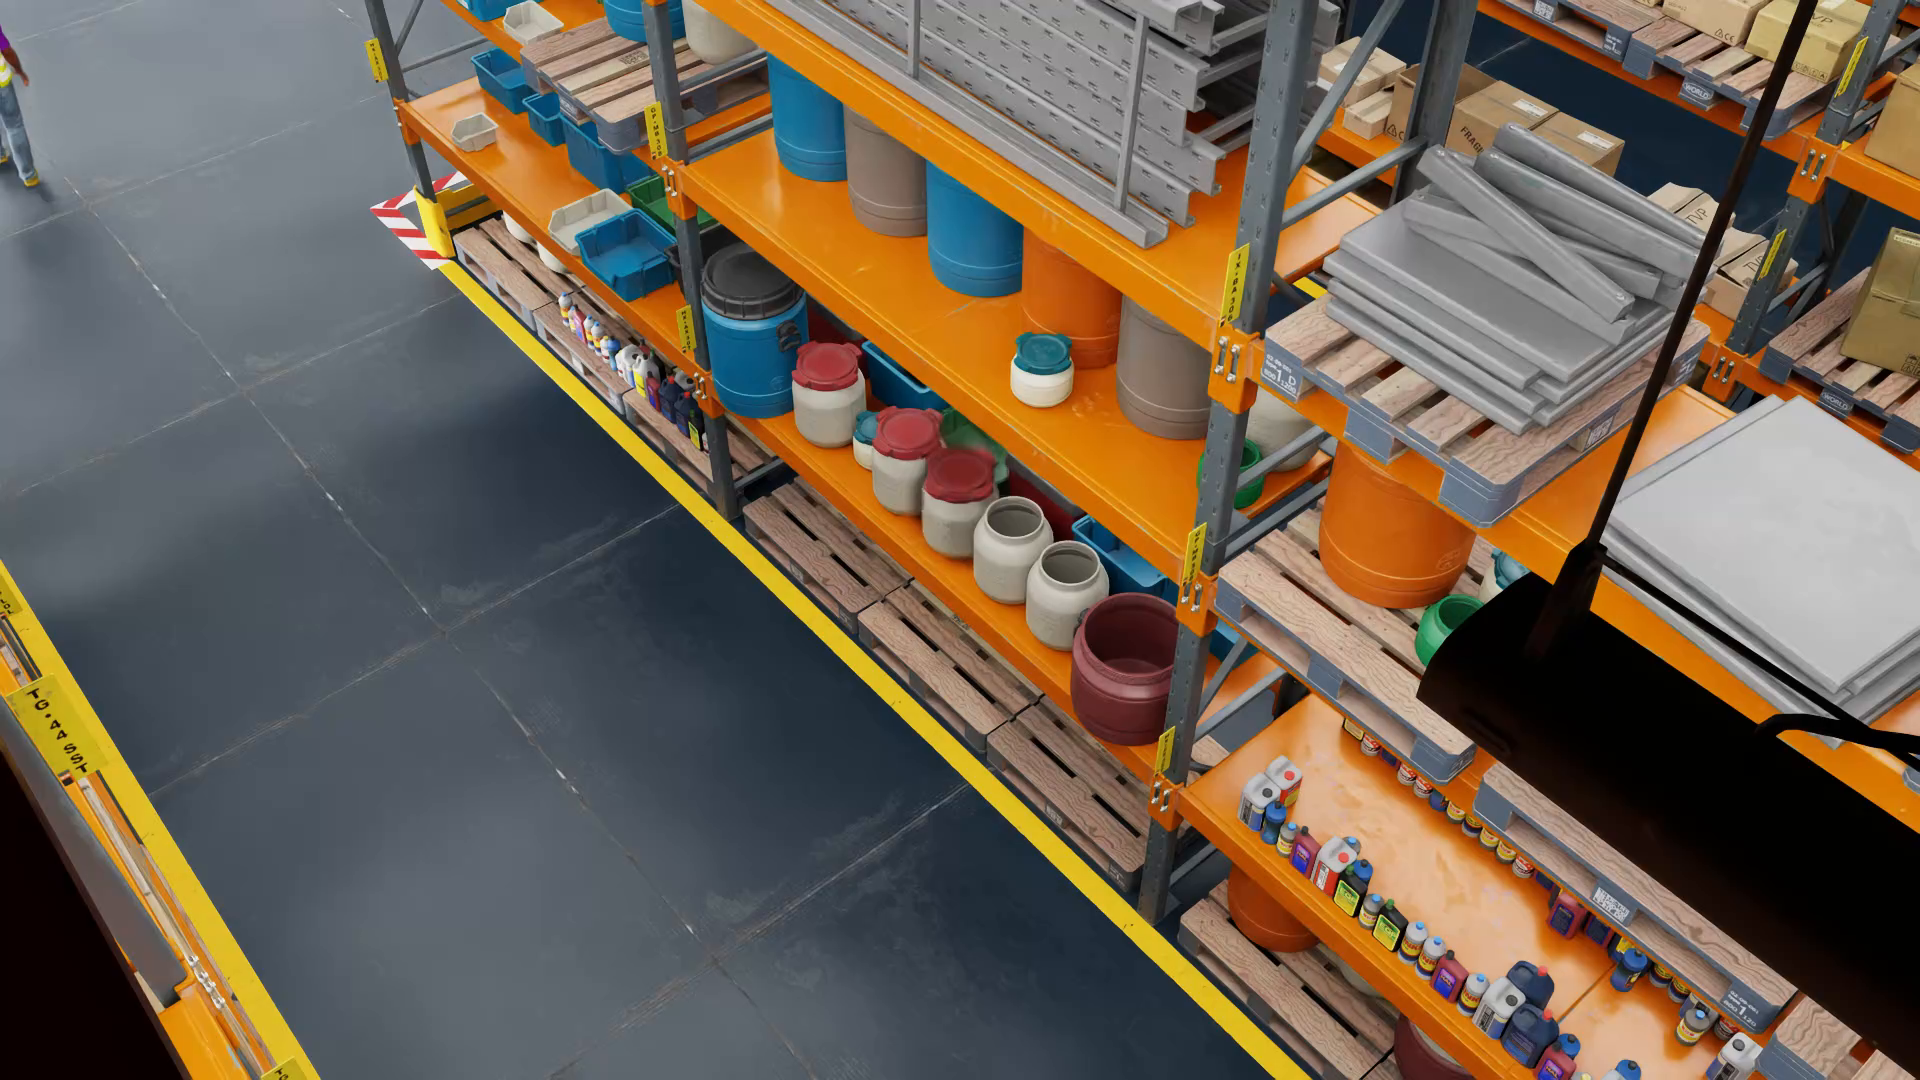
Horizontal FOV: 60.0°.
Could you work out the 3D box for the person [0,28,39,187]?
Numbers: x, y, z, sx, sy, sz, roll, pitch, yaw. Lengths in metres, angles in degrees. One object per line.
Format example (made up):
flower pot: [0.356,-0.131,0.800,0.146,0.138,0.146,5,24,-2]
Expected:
person: [-7.794,-3.723,13.301,0.656,1.762,0.667,-9,47,-8]
